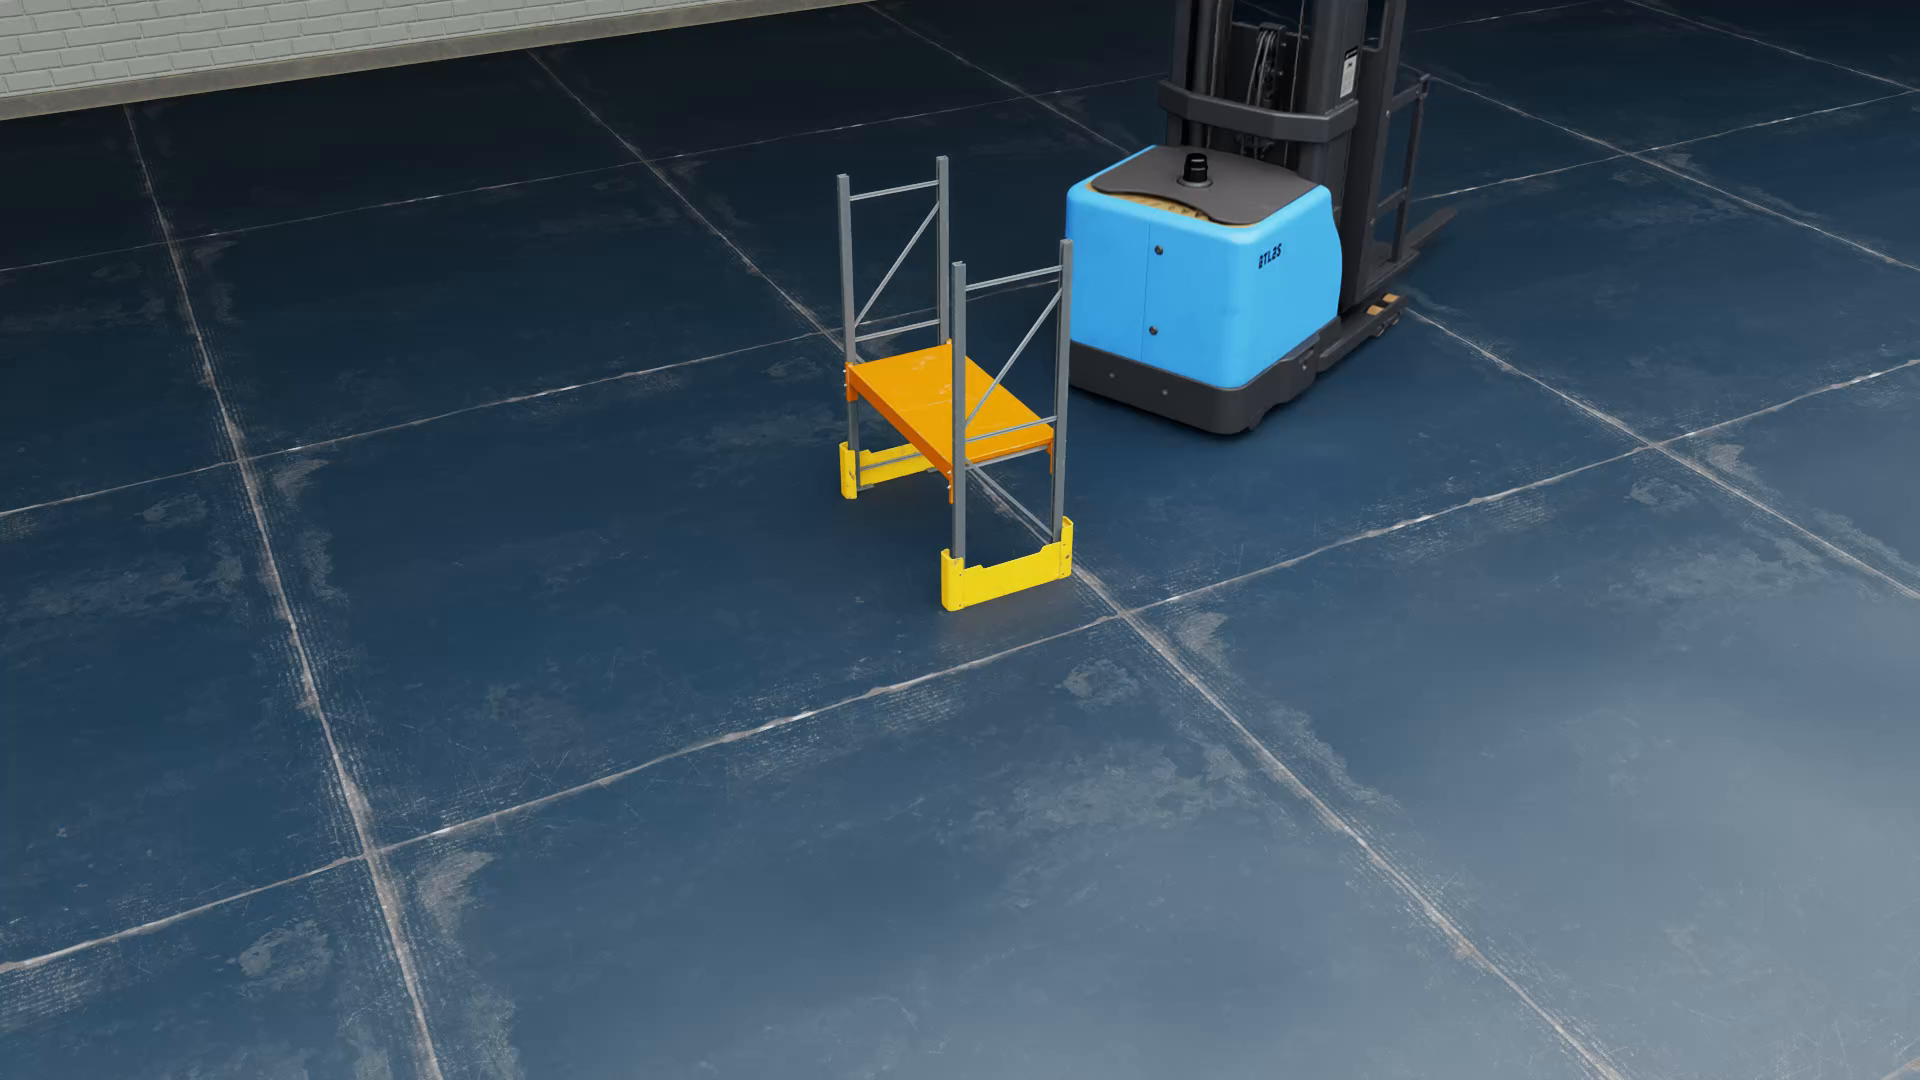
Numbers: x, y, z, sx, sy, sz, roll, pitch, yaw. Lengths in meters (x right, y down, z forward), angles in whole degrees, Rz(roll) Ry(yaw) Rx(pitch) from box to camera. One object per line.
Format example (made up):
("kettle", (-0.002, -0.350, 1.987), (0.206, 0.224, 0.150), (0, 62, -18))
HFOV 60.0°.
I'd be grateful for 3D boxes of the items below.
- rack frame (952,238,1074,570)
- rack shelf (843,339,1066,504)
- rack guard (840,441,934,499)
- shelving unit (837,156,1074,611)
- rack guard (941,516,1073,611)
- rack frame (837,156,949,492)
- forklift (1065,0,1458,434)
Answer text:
("rack frame", (0.197, -0.430, 6.530), (0.500, 1.500, 0.032), (-16, 36, -23))
("rack shelf", (-0.040, -0.521, 7.006), (0.538, 0.185, 1.000), (-16, 36, -23))
("rack guard", (-0.268, -0.379, 7.610), (0.587, 0.250, 0.087), (-16, 36, -23))
("shelving unit", (-0.036, -0.668, 6.902), (0.587, 1.500, 1.083), (-16, 36, -23))
("rack guard", (0.197, 0.096, 6.868), (0.587, 0.250, 0.087), (-16, 36, -23))
("rack frame", (-0.277, -0.915, 7.288), (0.500, 1.500, 0.032), (-16, 36, -23))
("forklift", (1.783, -2.472, 8.391), (1.130, 2.935, 3.031), (22, 39, 31))
